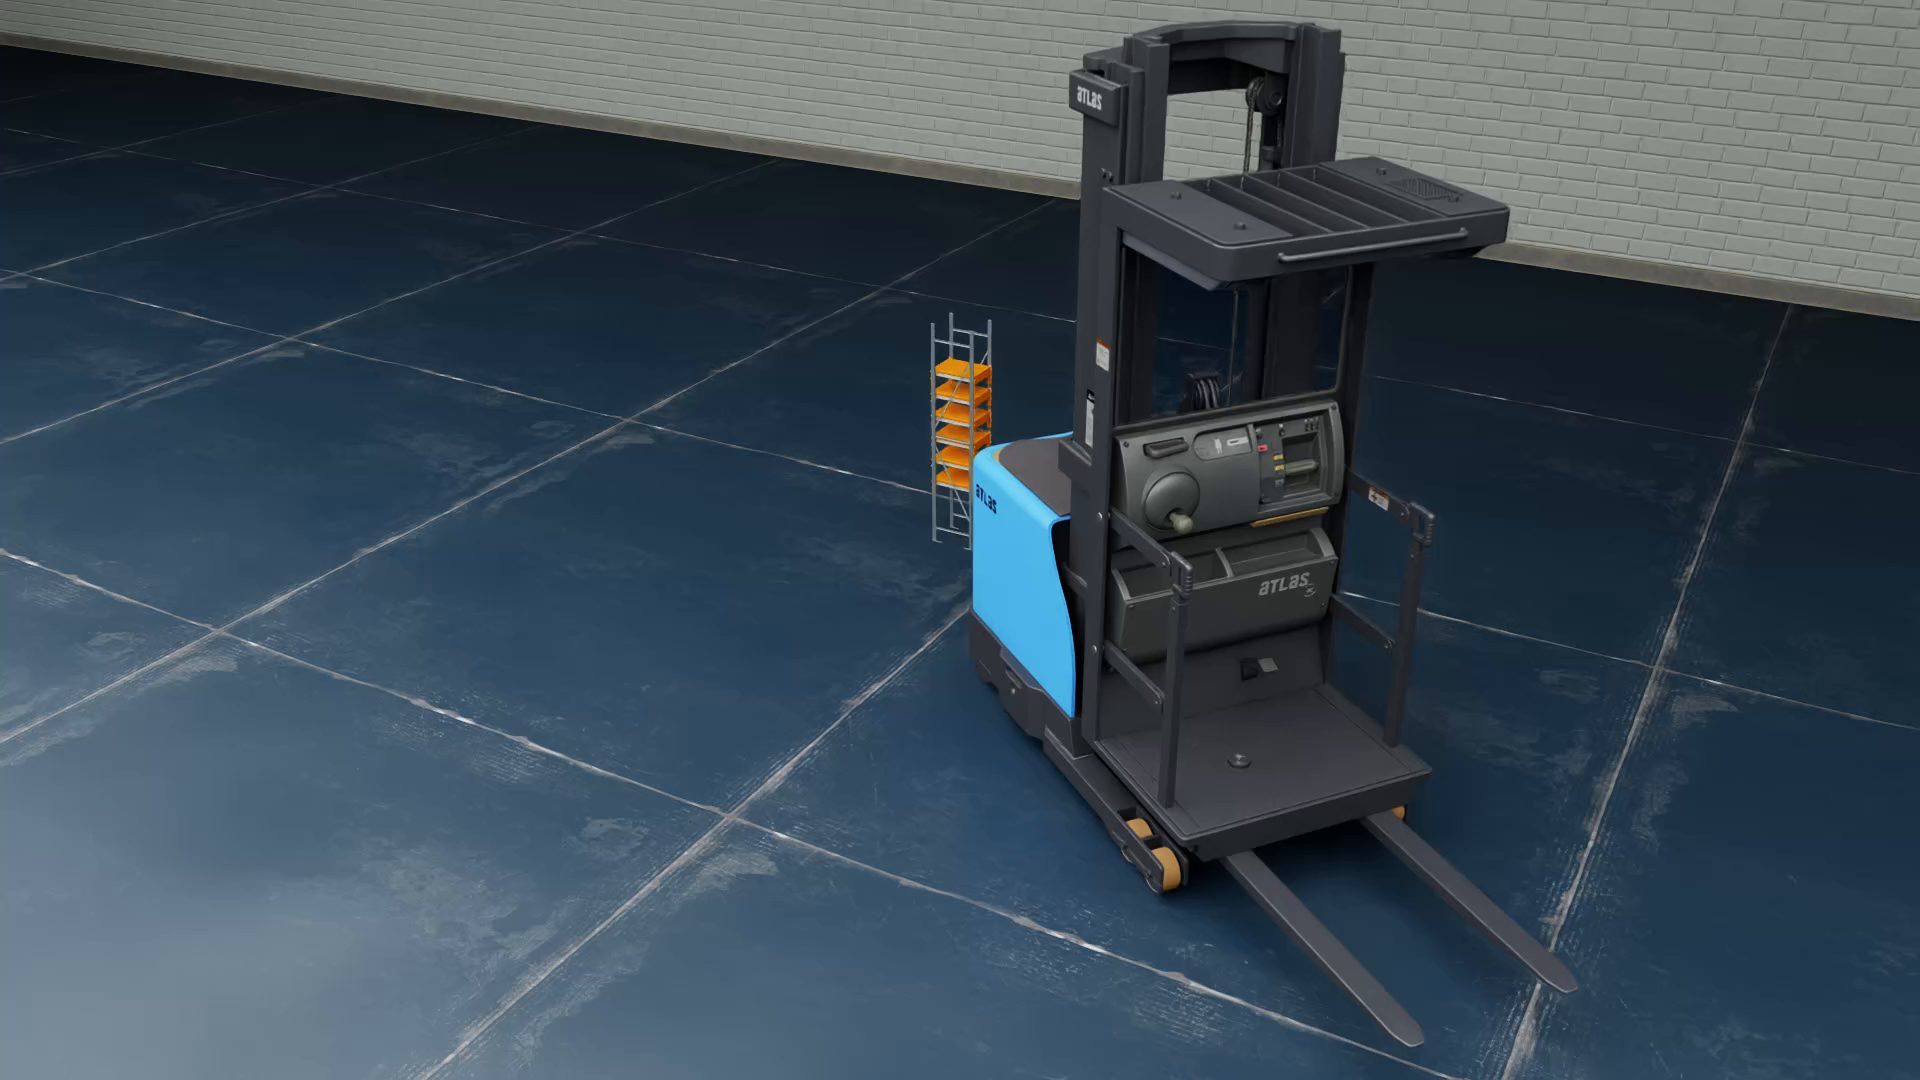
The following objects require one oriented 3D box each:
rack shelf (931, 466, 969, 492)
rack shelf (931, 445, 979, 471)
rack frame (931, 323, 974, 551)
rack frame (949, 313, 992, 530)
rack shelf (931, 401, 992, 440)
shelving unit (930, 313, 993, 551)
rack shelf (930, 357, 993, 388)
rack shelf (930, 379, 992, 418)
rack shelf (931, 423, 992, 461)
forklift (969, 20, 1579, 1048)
[{"bbox_3d":[0.007,-0.288,8.620,0.258,0.103,0.180,14,30,26],"label":"rack shelf"},{"bbox_3d":[0.007,-0.395,8.566,0.258,0.103,0.180,14,30,26],"label":"rack shelf"},{"bbox_3d":[-0.038,-0.507,8.421,0.240,1.200,0.006,14,30,26],"label":"rack frame"},{"bbox_3d":[0.052,-0.578,8.564,0.240,1.200,0.006,14,30,26],"label":"rack frame"},{"bbox_3d":[0.007,-0.610,8.459,0.258,0.103,0.180,14,30,26],"label":"rack shelf"},{"bbox_3d":[0.007,-0.542,8.493,0.258,1.200,0.189,14,30,26],"label":"shelving unit"},{"bbox_3d":[0.007,-0.824,8.351,0.258,0.103,0.180,14,30,26],"label":"rack shelf"},{"bbox_3d":[0.007,-0.717,8.405,0.258,0.103,0.180,14,30,26],"label":"rack shelf"},{"bbox_3d":[0.007,-0.502,8.513,0.258,0.103,0.180,14,30,26],"label":"rack shelf"},{"bbox_3d":[1.092,-0.227,5.929,1.130,2.935,3.031,-11,29,-21],"label":"forklift"}]
